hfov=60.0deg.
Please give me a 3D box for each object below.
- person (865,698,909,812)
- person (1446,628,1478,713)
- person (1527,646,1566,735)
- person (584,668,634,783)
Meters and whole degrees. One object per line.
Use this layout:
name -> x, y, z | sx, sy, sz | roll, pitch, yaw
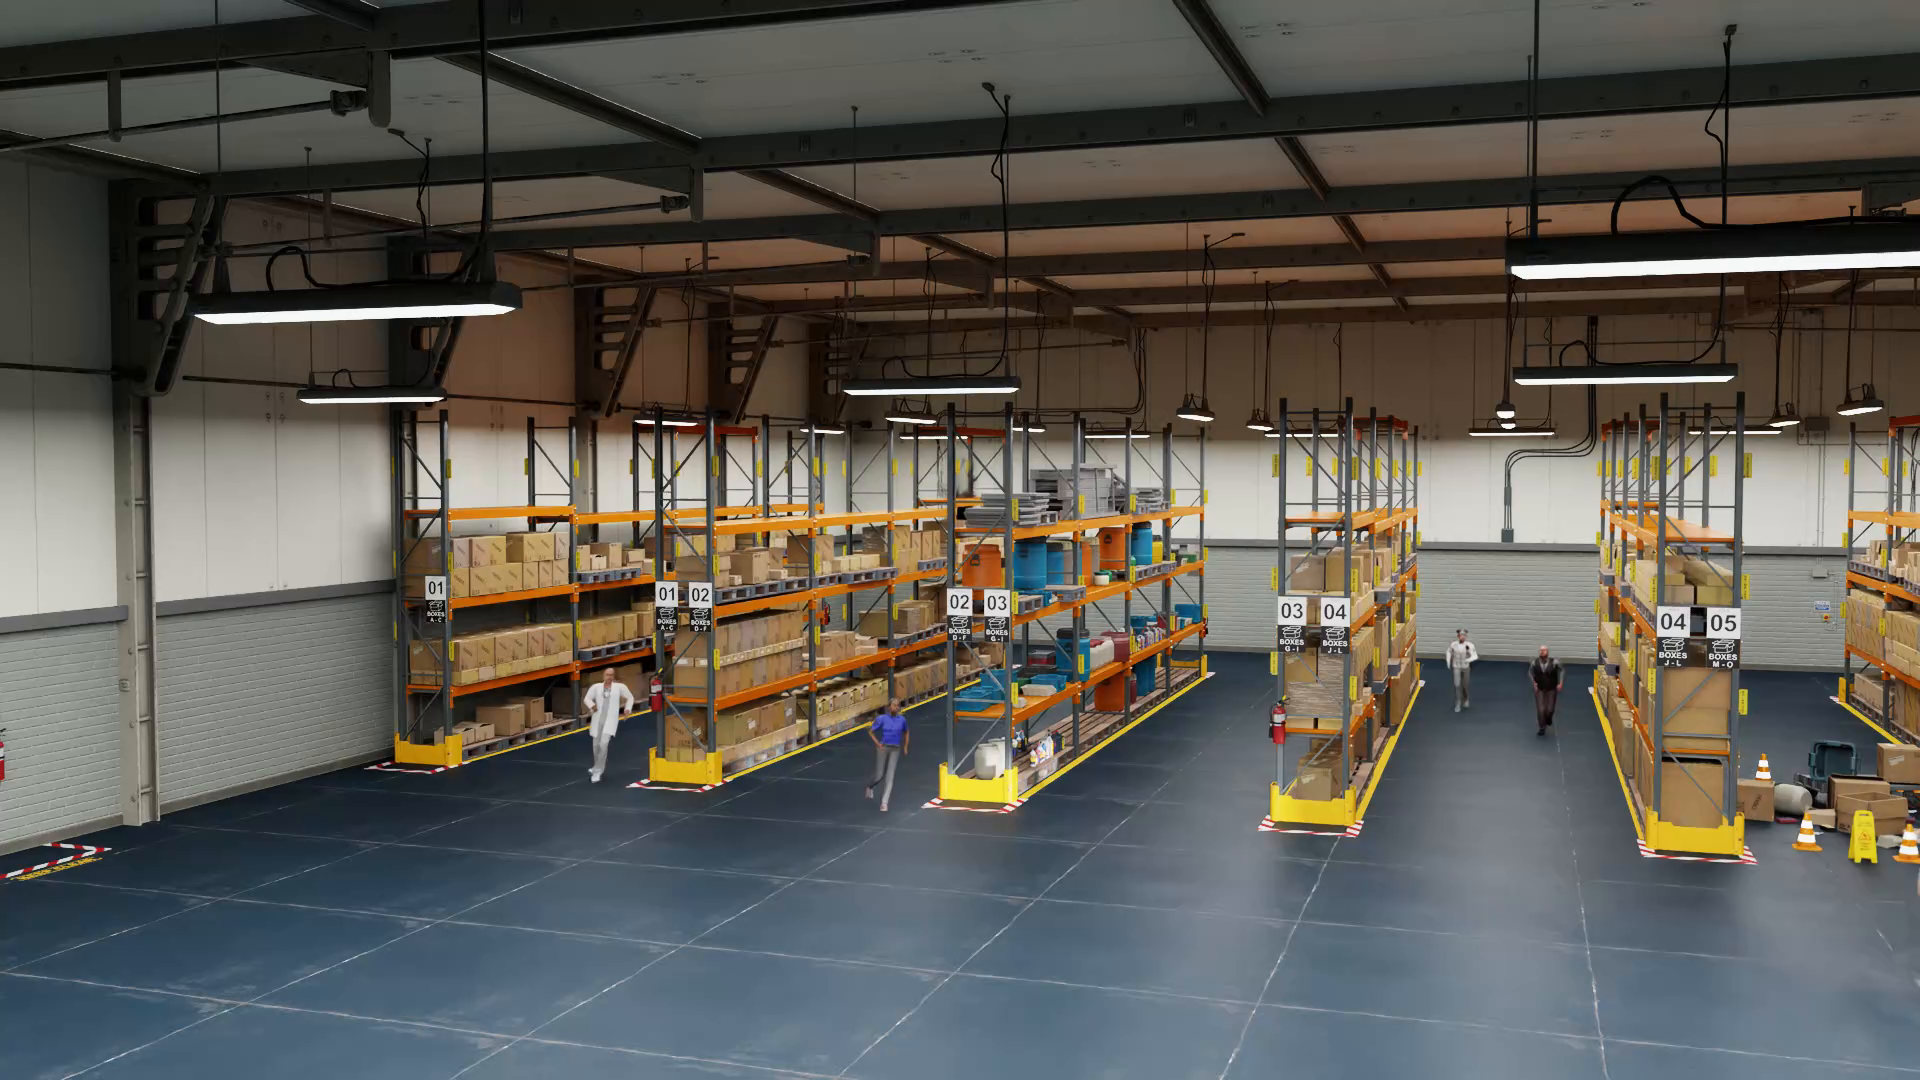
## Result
person -> -1.030, 3.141, 24.579 | 0.640, 1.605, 0.828 | -1, 3, -16
person -> 10.377, 2.680, 34.391 | 0.626, 1.723, 0.794 | 1, 3, 19
person -> 11.019, 2.827, 31.284 | 0.679, 1.685, 0.646 | 1, 3, 24
person -> -5.704, 2.974, 26.866 | 0.769, 1.816, 0.739 | 0, 2, 4
